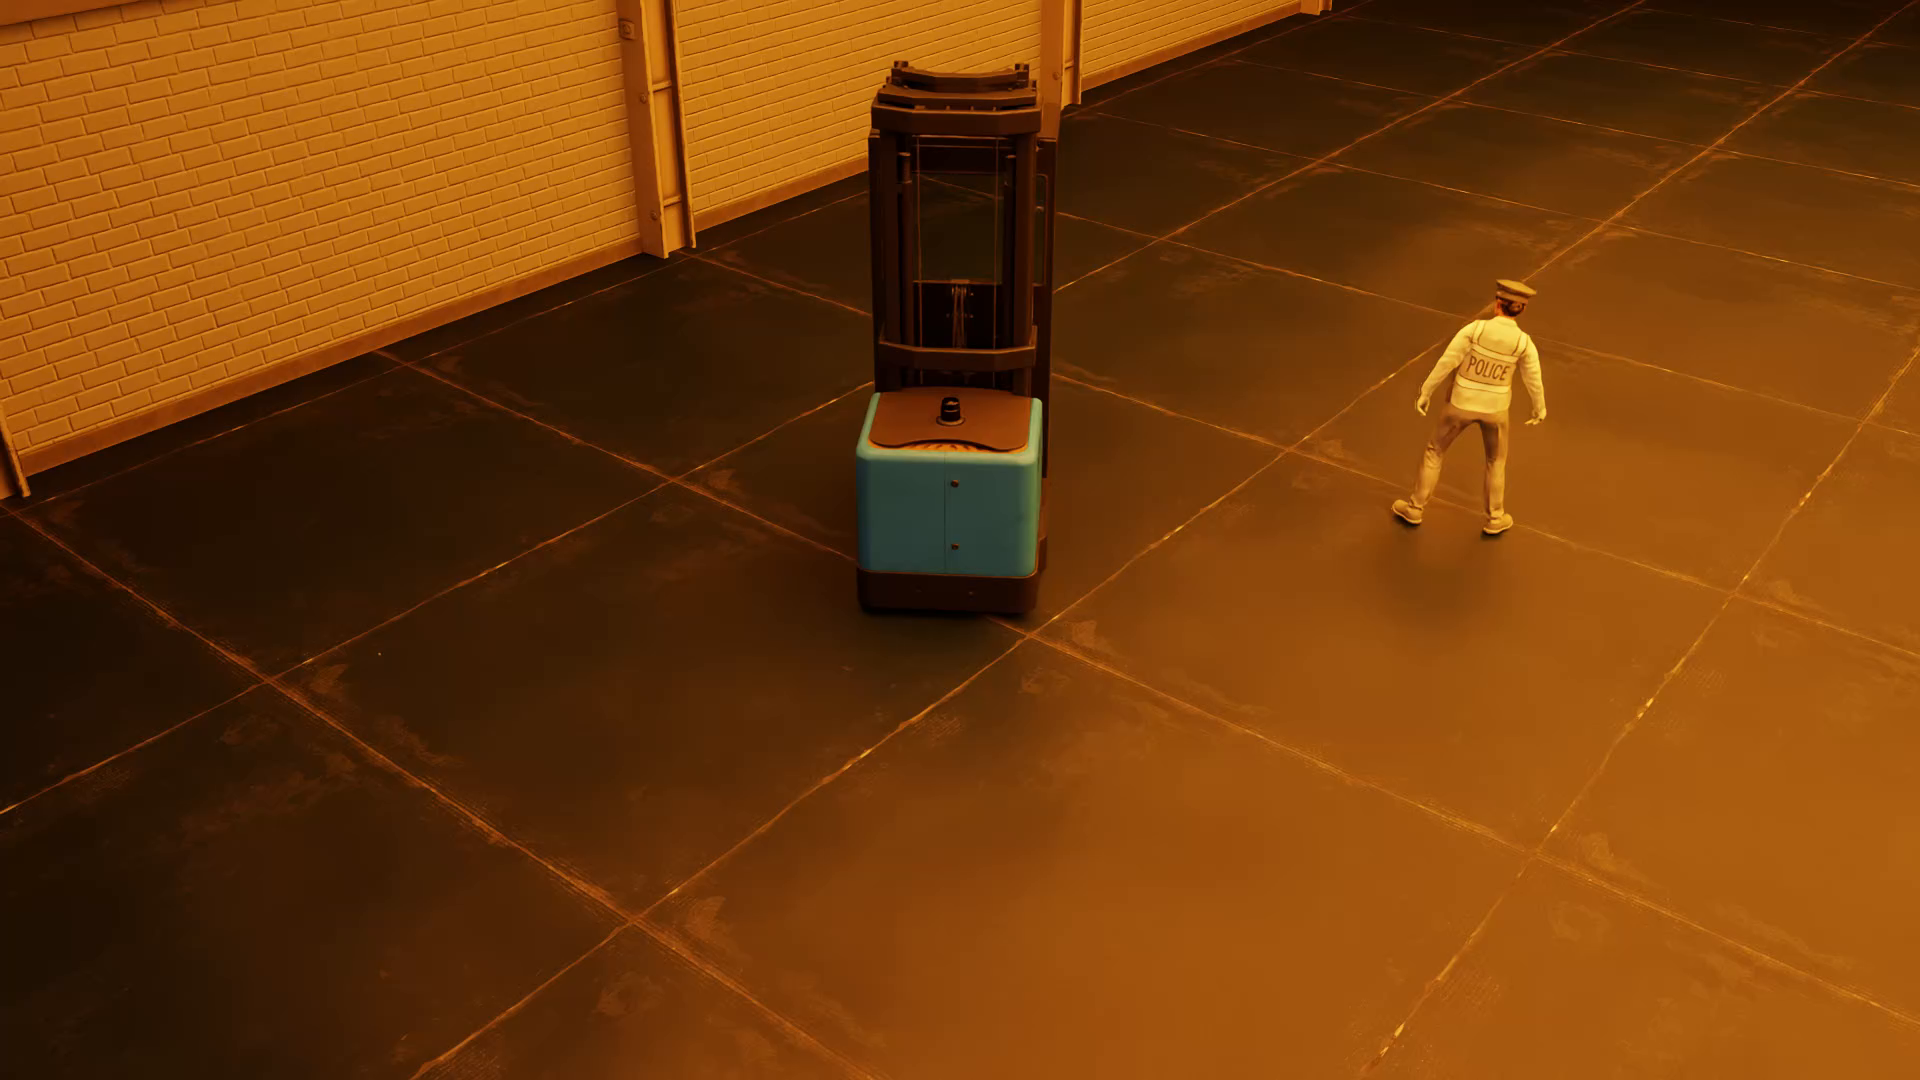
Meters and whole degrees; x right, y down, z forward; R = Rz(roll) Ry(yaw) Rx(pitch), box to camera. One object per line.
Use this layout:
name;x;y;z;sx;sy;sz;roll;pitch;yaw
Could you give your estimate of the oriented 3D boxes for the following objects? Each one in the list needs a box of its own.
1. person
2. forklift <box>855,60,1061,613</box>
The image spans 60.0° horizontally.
person;3.209;-0.825;10.305;0.832;1.634;0.383;7;31;12
forklift;0.036;-1.557;10.259;1.130;2.935;3.031;2;30;4
